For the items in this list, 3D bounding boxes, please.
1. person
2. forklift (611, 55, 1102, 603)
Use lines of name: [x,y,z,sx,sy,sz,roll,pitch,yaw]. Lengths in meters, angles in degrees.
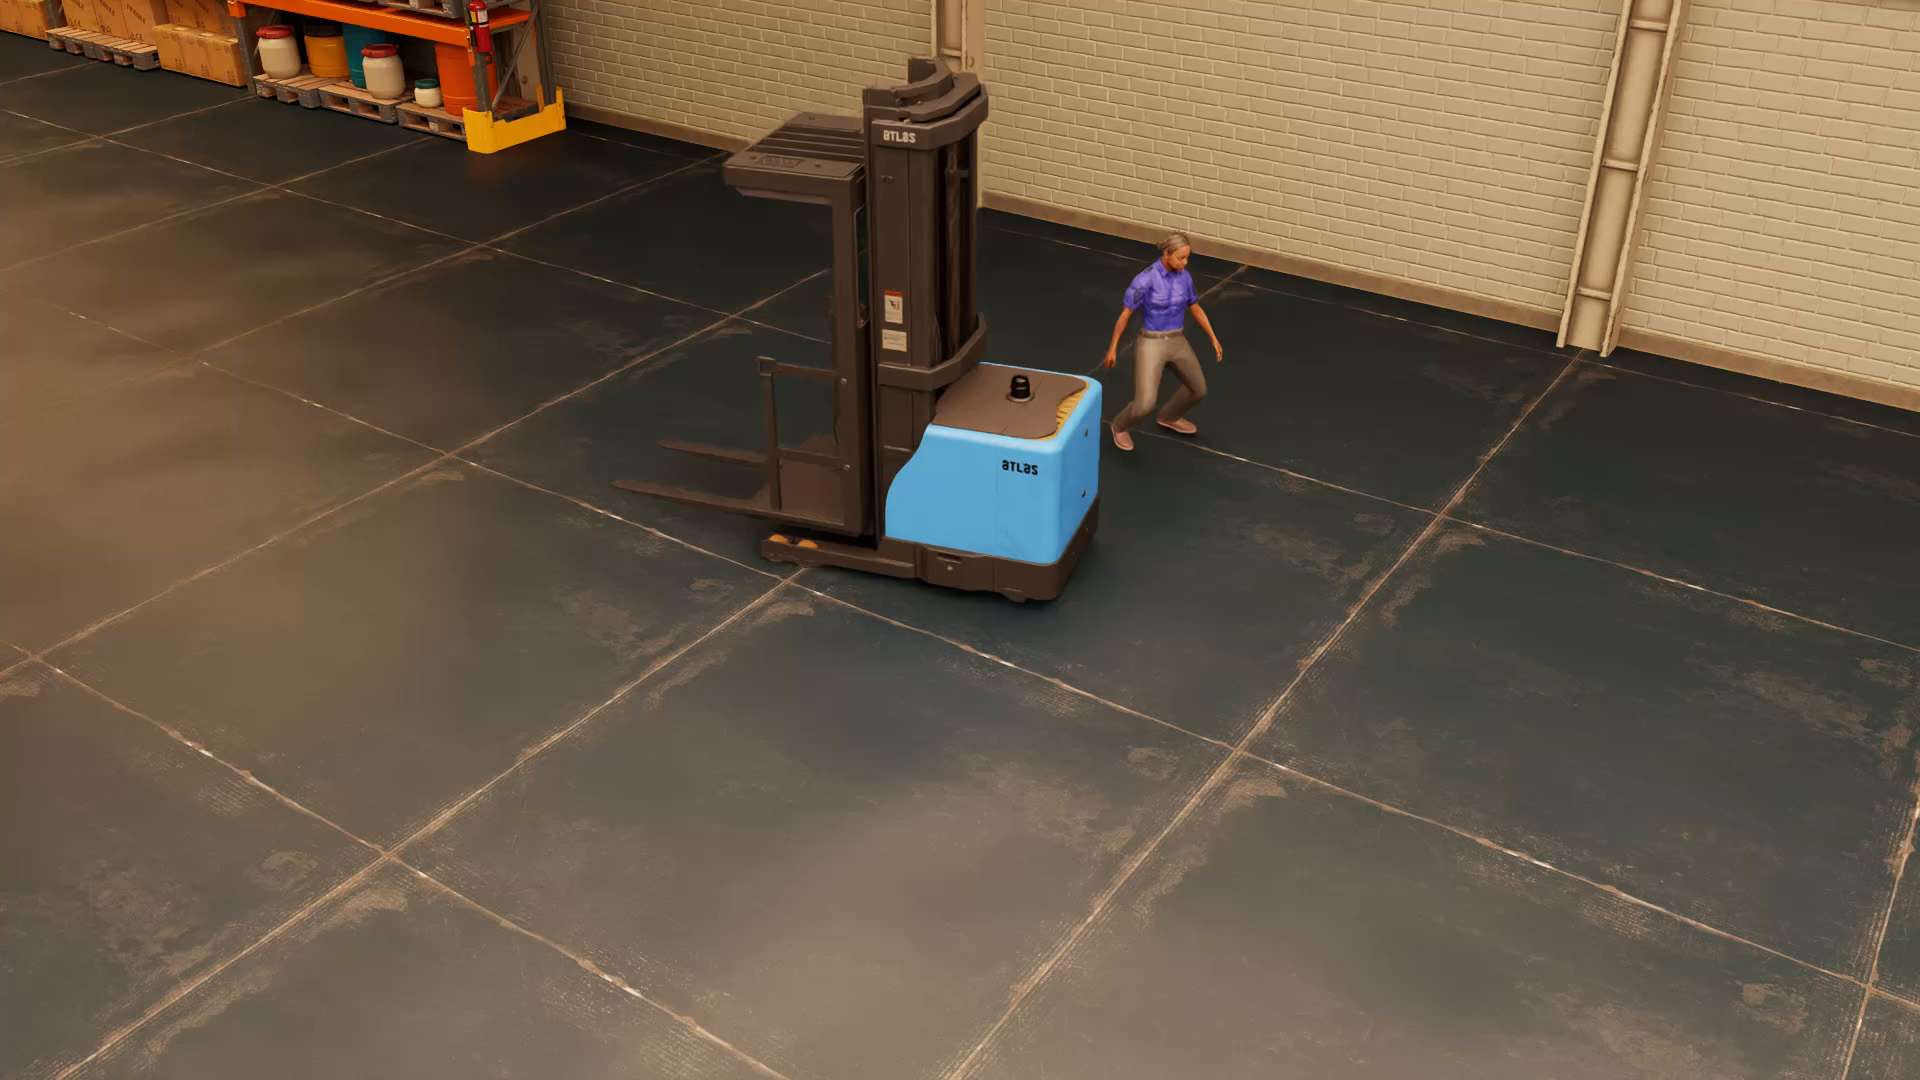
person: [1.365,-1.327,11.218,0.836,1.526,0.538,-13,33,-22]
forklift: [-0.703,-1.336,9.882,3.031,2.935,1.130,10,32,17]
